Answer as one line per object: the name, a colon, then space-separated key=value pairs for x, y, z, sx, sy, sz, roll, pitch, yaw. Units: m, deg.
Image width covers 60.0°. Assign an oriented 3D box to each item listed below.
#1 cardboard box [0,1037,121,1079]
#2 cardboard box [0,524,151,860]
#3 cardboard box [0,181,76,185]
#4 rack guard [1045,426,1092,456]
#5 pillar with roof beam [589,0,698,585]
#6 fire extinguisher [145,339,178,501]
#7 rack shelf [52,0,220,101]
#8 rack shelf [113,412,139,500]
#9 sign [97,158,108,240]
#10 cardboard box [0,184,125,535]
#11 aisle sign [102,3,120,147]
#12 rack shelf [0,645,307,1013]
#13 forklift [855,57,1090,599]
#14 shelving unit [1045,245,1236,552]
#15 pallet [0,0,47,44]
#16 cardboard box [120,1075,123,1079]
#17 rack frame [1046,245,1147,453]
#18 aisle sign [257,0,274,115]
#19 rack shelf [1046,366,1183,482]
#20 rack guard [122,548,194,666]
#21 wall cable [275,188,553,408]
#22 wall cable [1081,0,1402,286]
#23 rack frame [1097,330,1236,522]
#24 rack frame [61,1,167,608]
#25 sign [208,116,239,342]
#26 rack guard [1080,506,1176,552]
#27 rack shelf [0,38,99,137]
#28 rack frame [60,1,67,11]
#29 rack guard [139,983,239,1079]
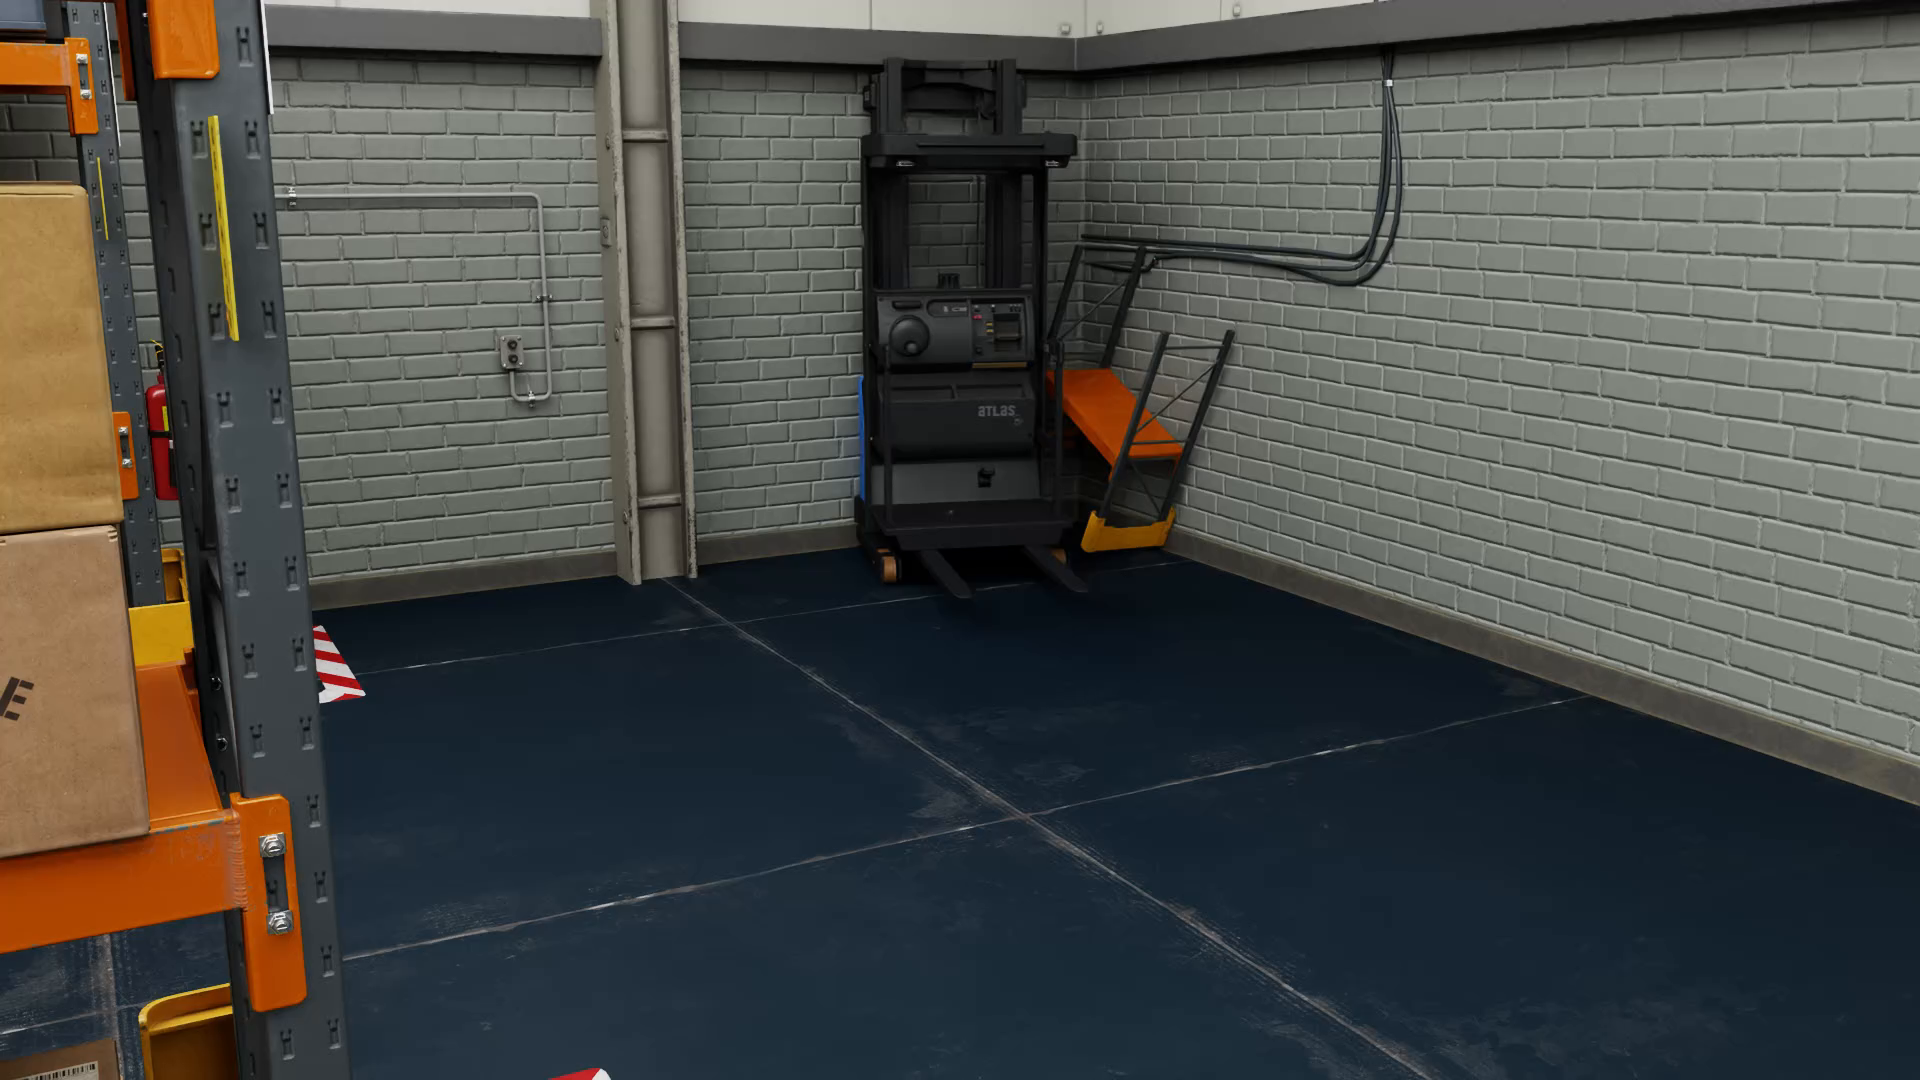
cardboard box: x=-1.703 y=1.257 z=2.881 sx=0.500 sy=0.500 sz=0.500 roll=-7 pitch=14 yaw=-28
cardboard box: x=-1.607 y=0.199 z=2.666 sx=0.500 sy=0.500 sz=0.500 roll=-6 pitch=14 yaw=-26
cardboard box: x=-1.860 y=-0.393 z=3.018 sx=0.500 sy=0.500 sz=0.500 roll=-6 pitch=14 yaw=-26
rack guard: x=0.608 y=-0.661 z=10.801 sx=0.587 sy=0.250 sz=0.087 roll=-5 pitch=39 yaw=-28
pillar with roof beam: x=0.297 y=-3.354 z=5.018 sx=0.400 sy=9.000 sz=9.100 roll=-7 pitch=14 yaw=-28
fire extinguisher: x=-3.367 y=-0.514 z=7.085 sx=0.183 sy=0.674 sz=0.296 roll=-7 pitch=14 yaw=-28
rack shelf: x=-3.100 y=-0.754 z=1.935 sx=4.000 sy=0.370 sz=1.077 roll=-7 pitch=14 yaw=-28
rack shelf: x=-5.476 y=-0.245 z=6.504 sx=4.000 sy=0.370 sz=1.077 roll=-7 pitch=14 yaw=-28
sign: x=-3.473 y=-1.381 z=6.736 sx=0.005 sy=0.325 sz=0.100 roll=-7 pitch=14 yaw=-28
cardboard box: x=-1.603 y=-0.289 z=2.556 sx=0.500 sy=0.500 sz=0.500 roll=-7 pitch=14 yaw=-28
aisle sign: x=-3.514 y=-2.024 z=6.851 sx=0.004 sy=0.787 sz=0.394 roll=-7 pitch=14 yaw=-28
rack shelf: x=-3.100 y=0.709 z=2.264 sx=4.000 sy=0.370 sz=1.077 roll=-7 pitch=14 yaw=-28
forklift: x=0.023 y=-1.264 z=9.550 sx=1.130 sy=2.935 sz=3.031 roll=-3 pitch=13 yaw=-11
shelving unit: x=0.961 y=-0.867 z=10.115 sx=0.587 sy=1.500 sz=1.083 roll=-5 pitch=39 yaw=-28
pallet: x=-4.367 y=-2.146 z=6.685 sx=1.213 sy=0.211 sz=1.003 roll=-7 pitch=14 yaw=-28
cardboard box: x=-1.876 y=1.302 z=3.483 sx=0.250 sy=0.149 sz=0.380 roll=-7 pitch=14 yaw=-28
rack frame: x=0.744 y=-1.174 z=10.471 sx=0.500 sy=1.500 sz=0.032 roll=-5 pitch=39 yaw=-28
aisle sign: x=-1.137 y=-1.068 z=2.604 sx=0.004 sy=0.787 sz=0.394 roll=-7 pitch=14 yaw=-28
rack shelf: x=0.916 y=-0.728 z=10.220 sx=0.538 sy=0.185 sz=1.000 roll=-5 pitch=39 yaw=-28
rack guard: x=-3.700 y=0.411 z=7.646 sx=0.348 sy=0.500 sz=1.175 roll=-7 pitch=14 yaw=-28
wall cable: x=-3.050 y=-1.619 z=8.657 sx=1.851 sy=1.984 sz=0.084 roll=-7 pitch=14 yaw=-28
wall cable: x=1.415 y=-2.744 z=9.380 sx=0.112 sy=2.526 sz=3.097 roll=-7 pitch=14 yaw=-28
rack frame: x=1.171 y=-0.572 z=9.771 sx=0.500 sy=1.500 sz=0.032 roll=-5 pitch=39 yaw=-28
rack frame: x=-3.721 y=-0.806 z=7.360 sx=0.127 sy=3.000 sz=1.000 roll=-7 pitch=14 yaw=-28
sign: x=-1.096 y=-0.462 z=2.473 sx=0.005 sy=0.325 sz=0.100 roll=-7 pitch=14 yaw=-28
rack guard: x=1.026 y=-0.071 z=10.116 sx=0.587 sy=0.250 sz=0.087 roll=-5 pitch=39 yaw=-28
rack shelf: x=-5.476 y=-1.708 z=6.175 sx=4.000 sy=0.370 sz=1.077 roll=-7 pitch=14 yaw=-28
rack frame: x=-3.721 y=-3.733 z=6.701 sx=0.127 sy=3.000 sz=1.000 roll=-7 pitch=14 yaw=-28
rack guard: x=-1.411 y=1.375 z=3.359 sx=0.348 sy=0.500 sz=1.175 roll=-7 pitch=14 yaw=-28
